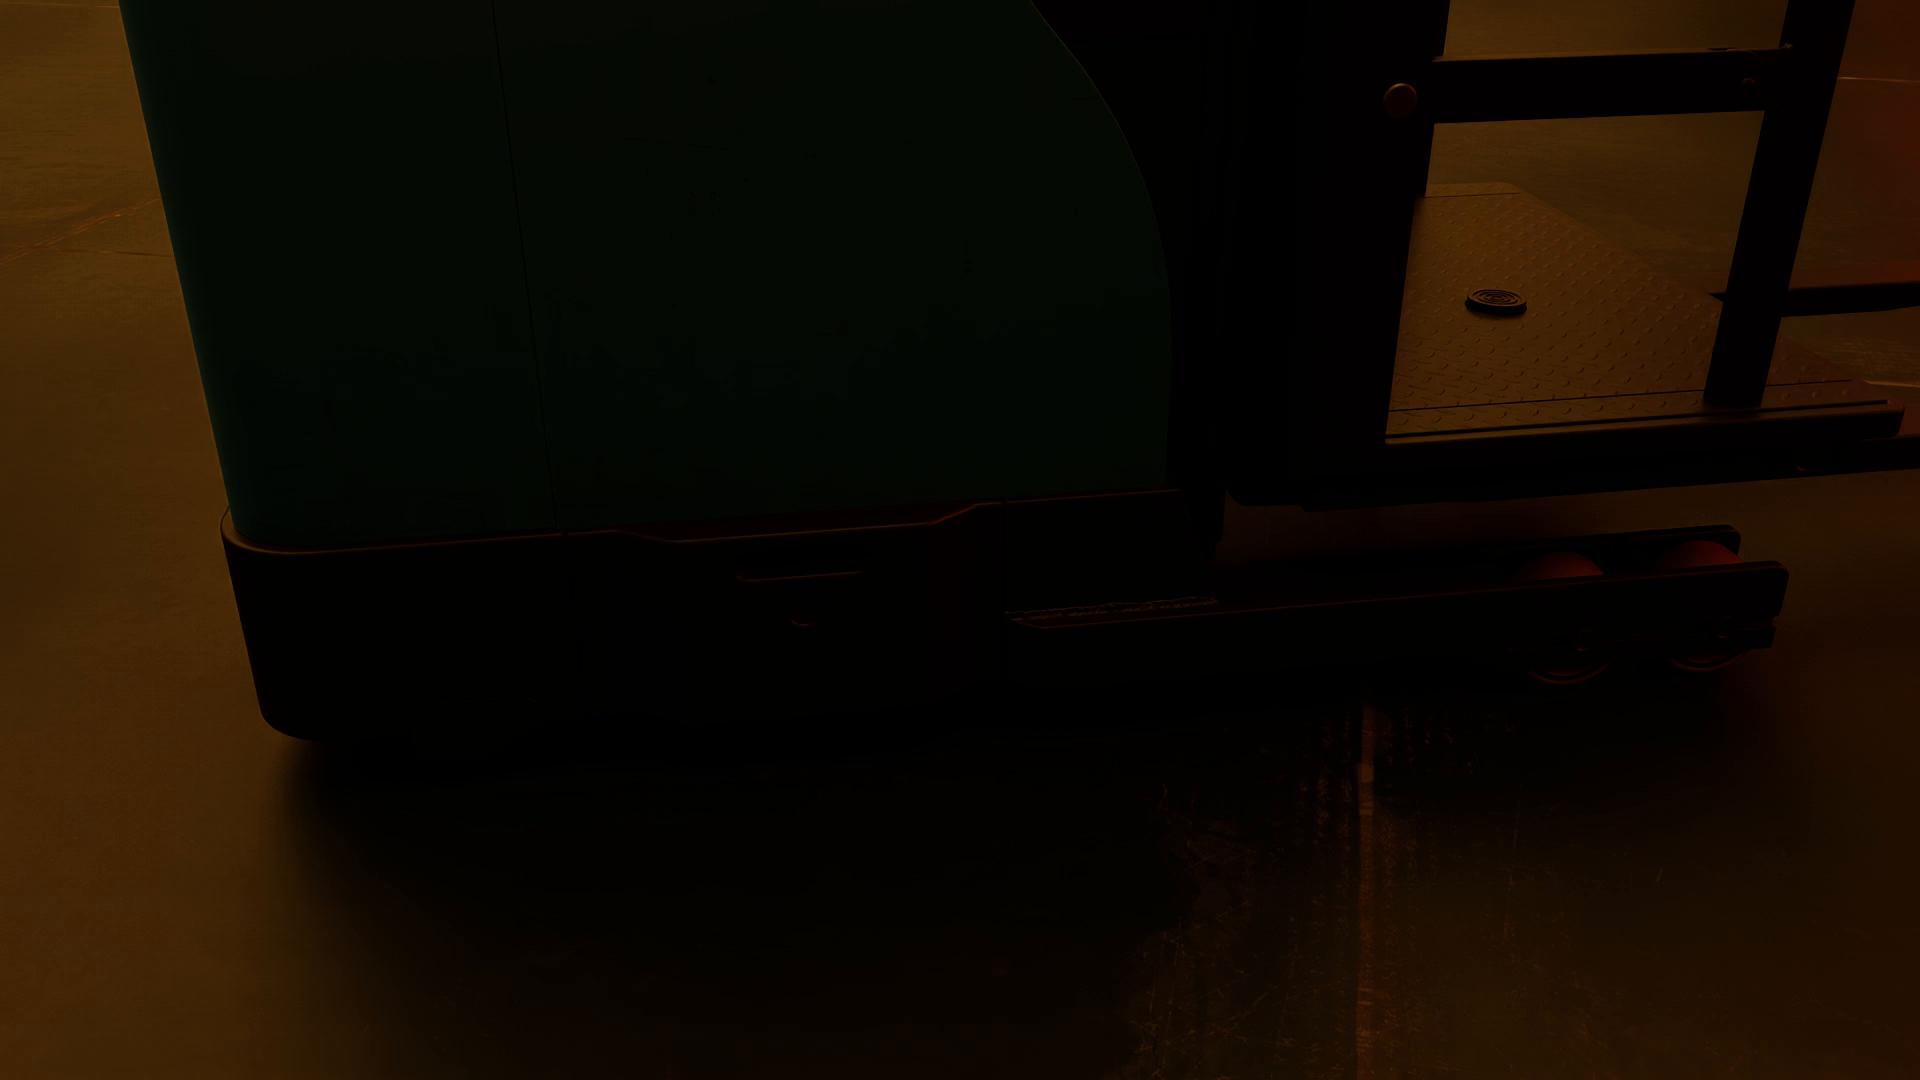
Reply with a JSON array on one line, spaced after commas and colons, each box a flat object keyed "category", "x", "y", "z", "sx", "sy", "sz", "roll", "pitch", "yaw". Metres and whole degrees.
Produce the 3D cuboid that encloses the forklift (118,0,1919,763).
[{"category": "forklift", "x": 0.600, "y": -1.354, "z": 1.930, "sx": 3.031, "sy": 2.935, "sz": 1.130, "roll": -4, "pitch": 27, "yaw": -9}]
